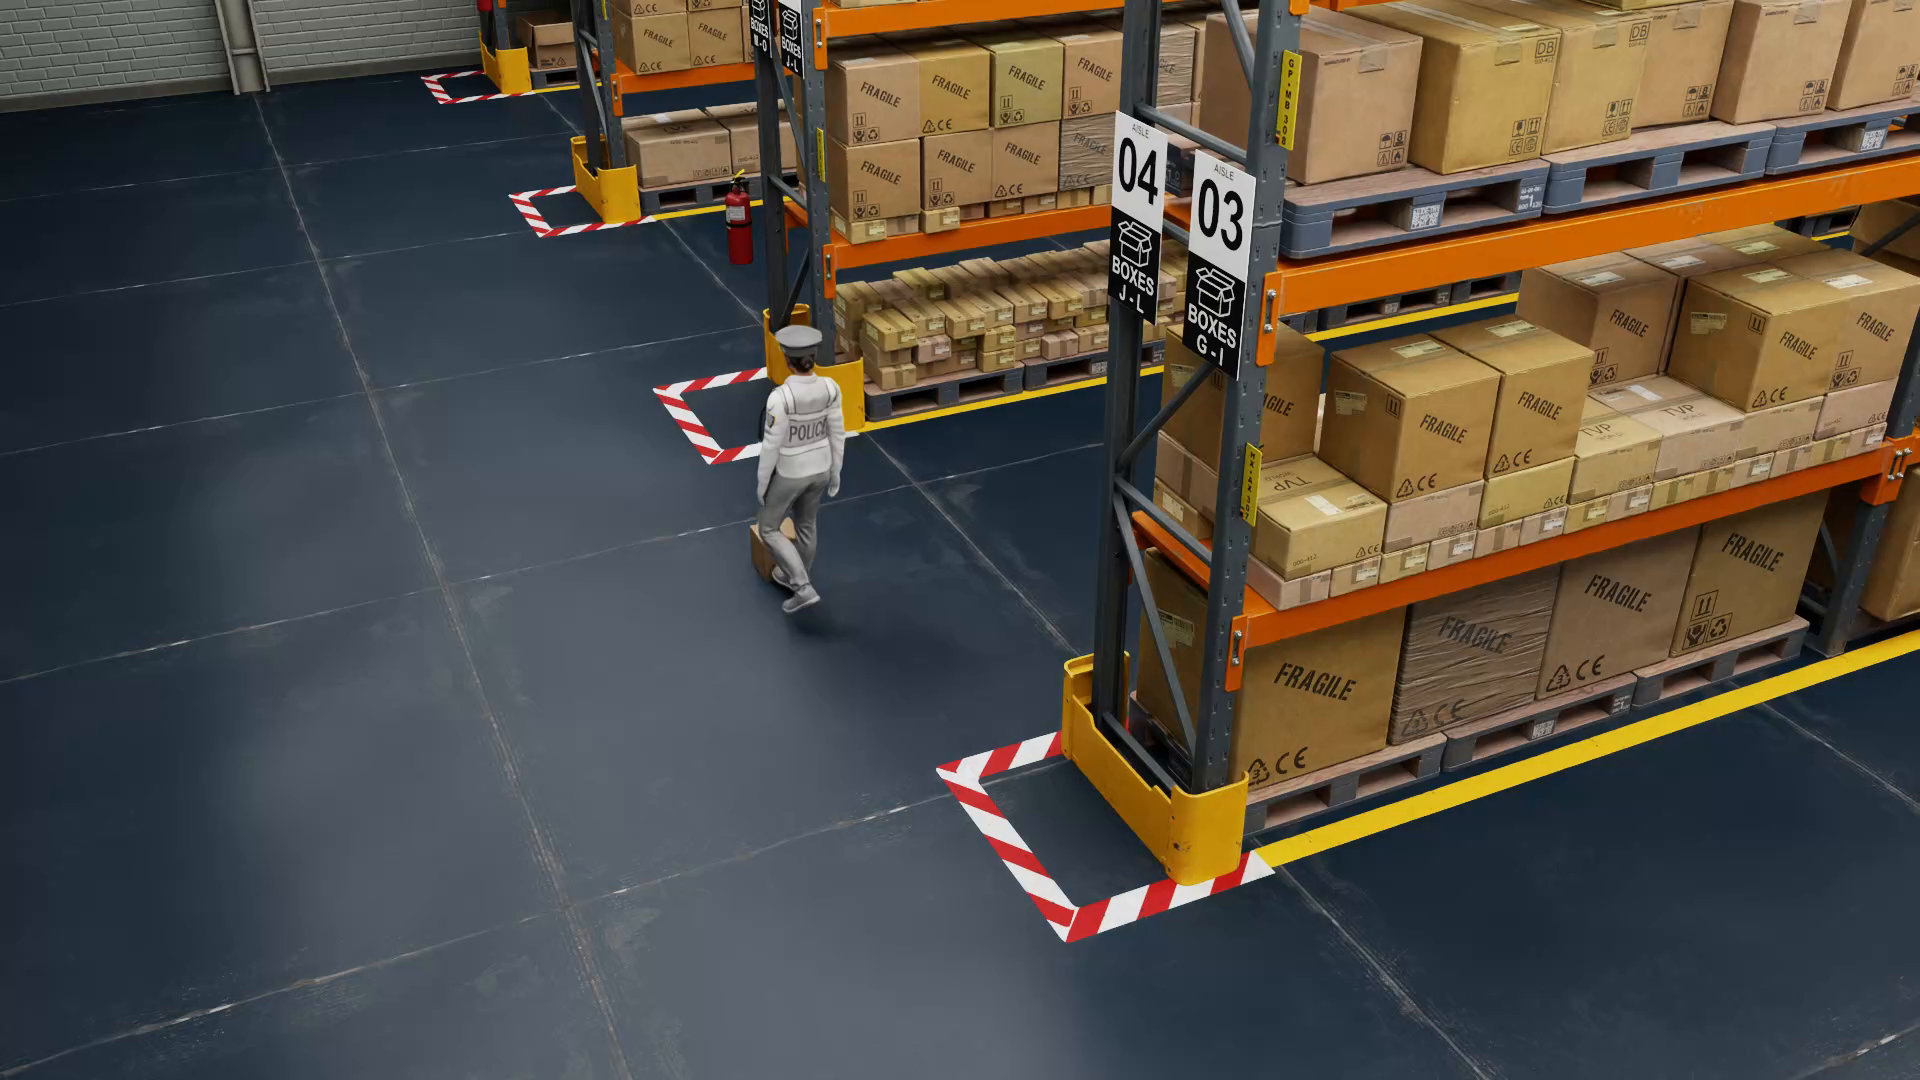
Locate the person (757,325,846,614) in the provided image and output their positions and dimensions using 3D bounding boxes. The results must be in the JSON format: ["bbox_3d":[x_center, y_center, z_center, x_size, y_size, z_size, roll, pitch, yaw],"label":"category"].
[{"bbox_3d":[-0.899,-0.378,9.067,0.504,1.651,0.648,-21,36,-33],"label":"person"}]
